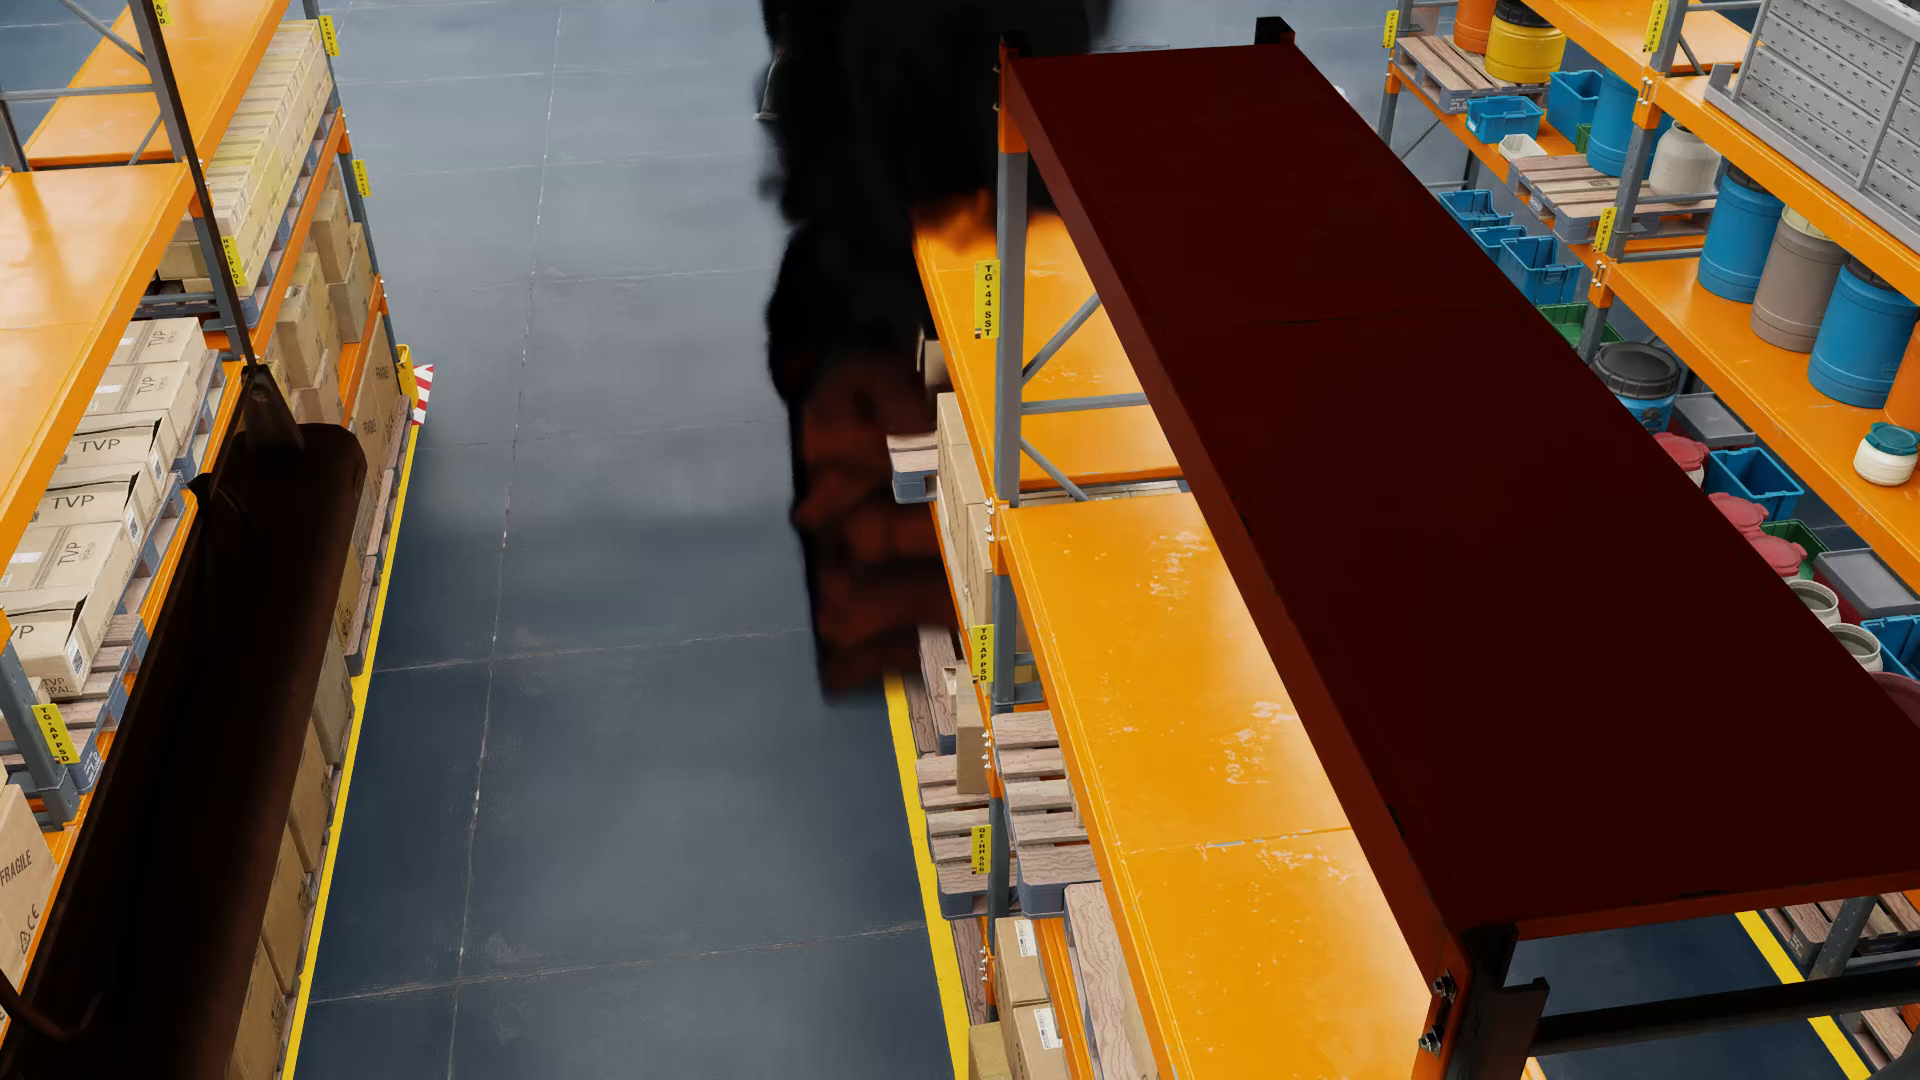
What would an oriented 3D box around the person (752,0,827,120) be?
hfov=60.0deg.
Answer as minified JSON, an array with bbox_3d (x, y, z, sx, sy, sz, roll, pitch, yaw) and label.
[{"bbox_3d":[-2.067,-5.787,19.914,1.013,1.645,0.580,12,38,16],"label":"person"}]
